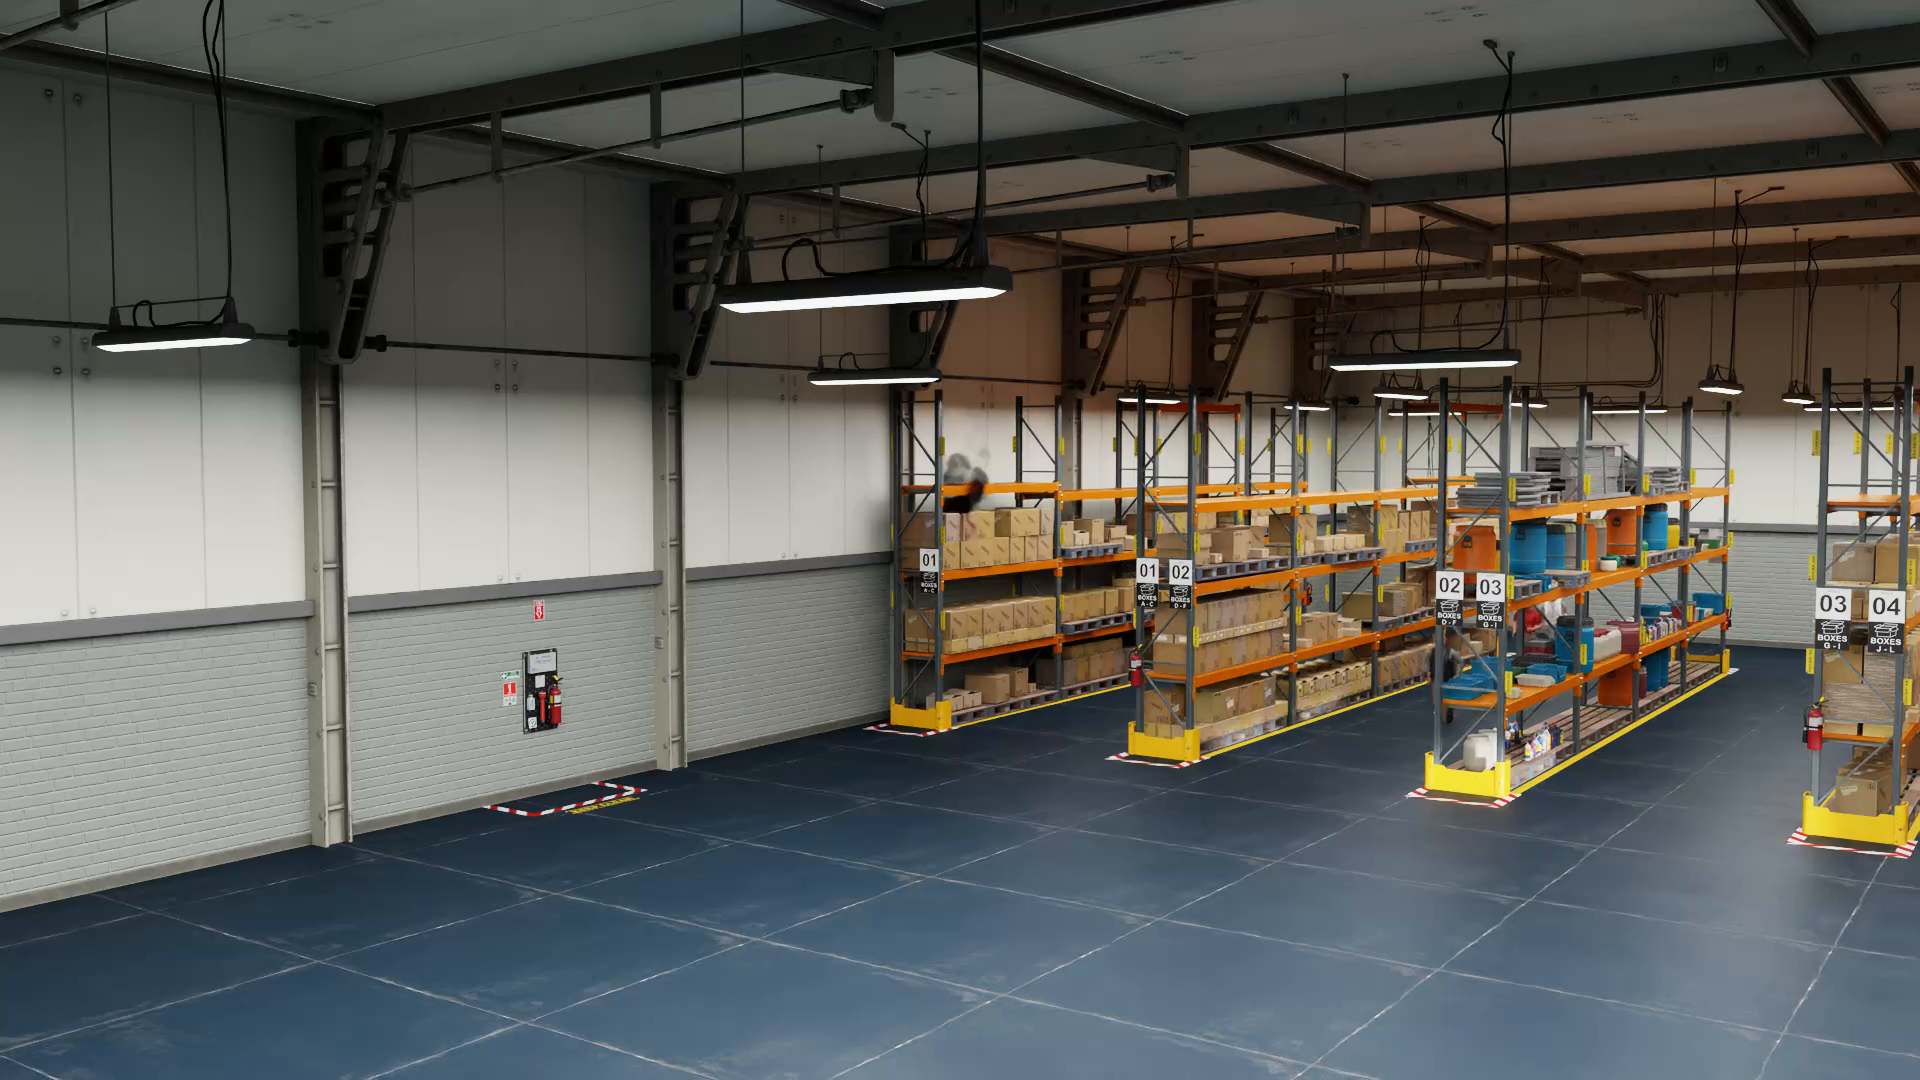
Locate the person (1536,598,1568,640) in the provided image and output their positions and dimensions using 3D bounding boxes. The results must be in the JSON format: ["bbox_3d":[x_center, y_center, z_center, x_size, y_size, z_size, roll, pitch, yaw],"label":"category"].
[{"bbox_3d":[13.749,1.964,38.619,0.724,1.736,0.900,1,3,11],"label":"person"}]

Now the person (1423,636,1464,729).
[{"bbox_3d":[8.542,2.508,29.468,0.692,1.680,0.599,2,4,31],"label":"person"}]

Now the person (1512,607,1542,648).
[{"bbox_3d":[12.263,2.123,35.995,0.666,1.695,0.805,2,4,31],"label":"person"}]
